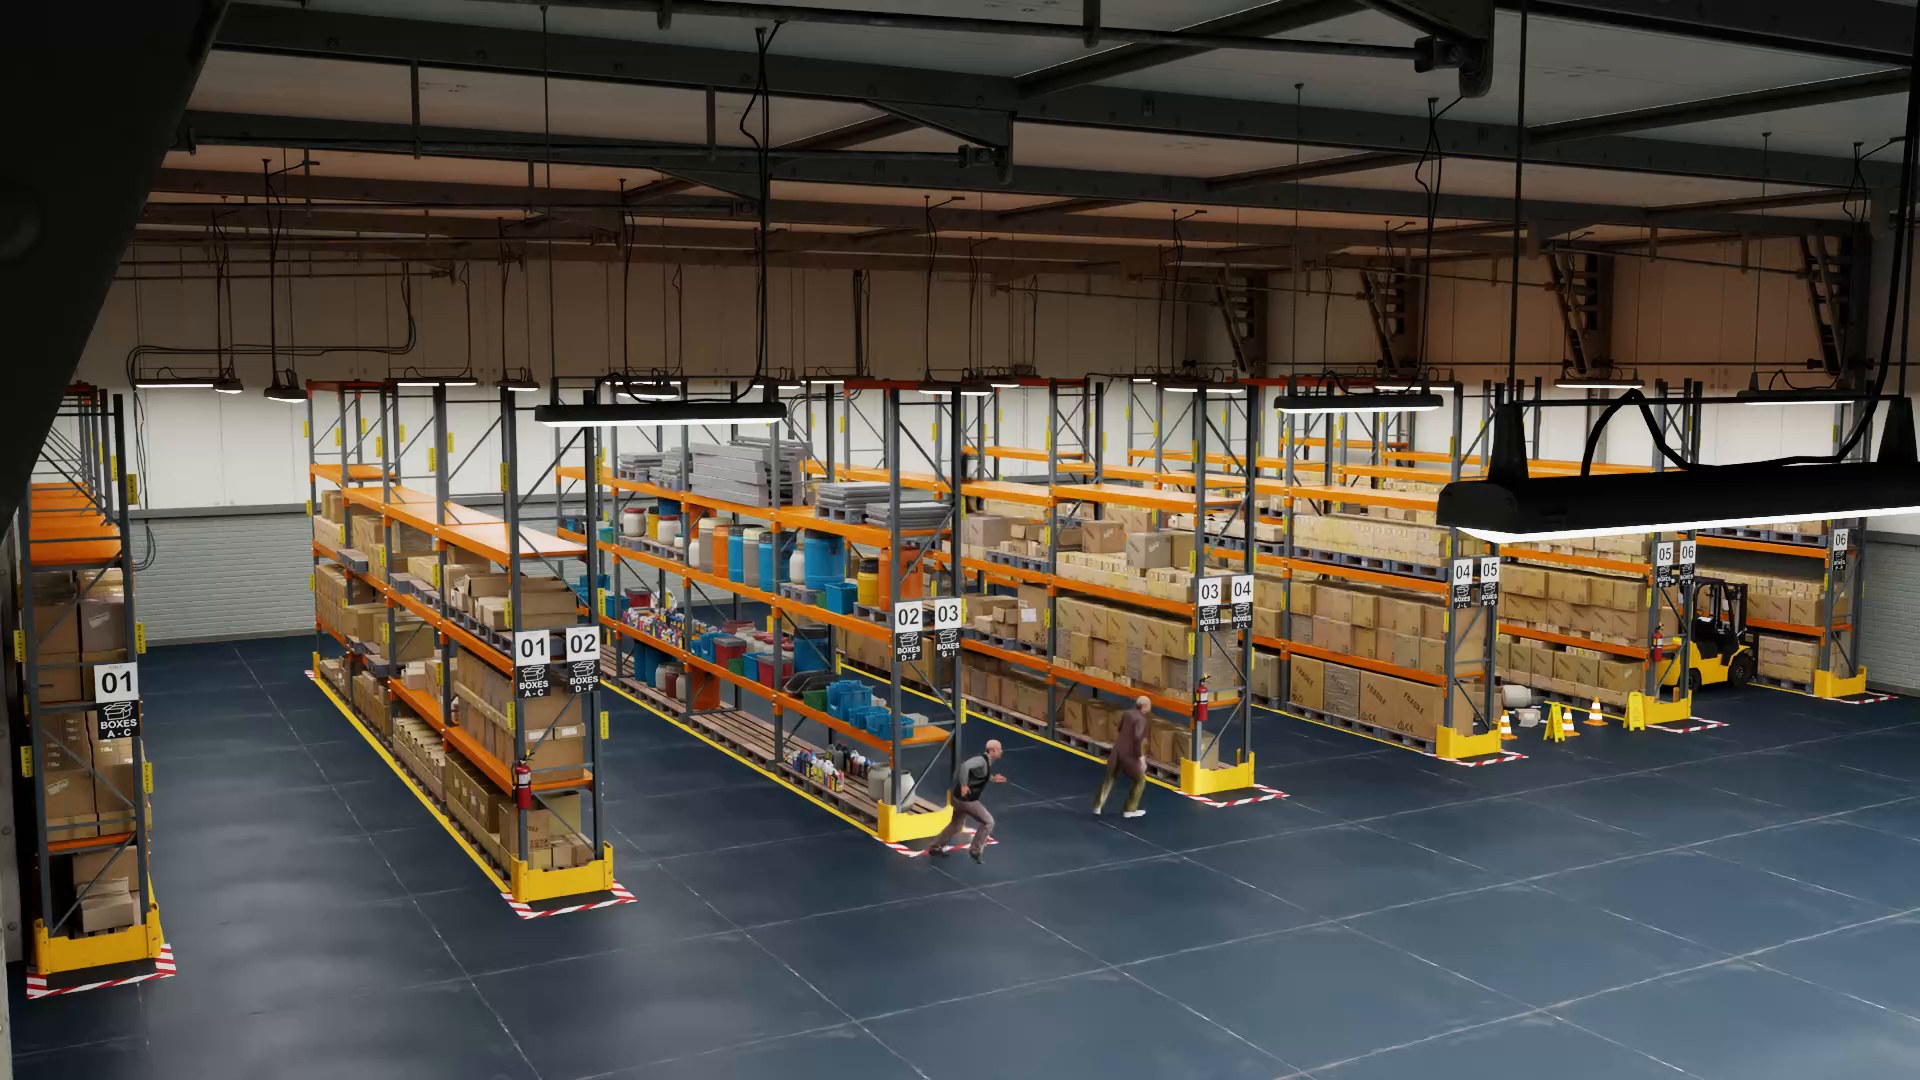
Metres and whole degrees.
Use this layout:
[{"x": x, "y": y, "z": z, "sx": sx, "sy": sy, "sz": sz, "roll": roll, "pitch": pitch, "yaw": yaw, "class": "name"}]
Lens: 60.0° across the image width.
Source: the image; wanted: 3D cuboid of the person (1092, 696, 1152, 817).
[{"x": 2.321, "y": 3.025, "z": 23.248, "sx": 0.958, "sy": 1.701, "sz": 0.759, "roll": -5, "pitch": 8, "yaw": -37, "class": "person"}]

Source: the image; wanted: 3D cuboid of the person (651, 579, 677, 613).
[{"x": -6.535, "y": 1.633, "z": 36.751, "sx": 0.653, "sy": 1.595, "sz": 0.656, "roll": 5, "pitch": 8, "yaw": 40, "class": "person"}]

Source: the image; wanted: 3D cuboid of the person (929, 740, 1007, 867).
[{"x": 0.091, "y": 3.330, "z": 20.965, "sx": 0.988, "sy": 1.655, "sz": 0.696, "roll": 0, "pitch": 6, "yaw": 5, "class": "person"}]
